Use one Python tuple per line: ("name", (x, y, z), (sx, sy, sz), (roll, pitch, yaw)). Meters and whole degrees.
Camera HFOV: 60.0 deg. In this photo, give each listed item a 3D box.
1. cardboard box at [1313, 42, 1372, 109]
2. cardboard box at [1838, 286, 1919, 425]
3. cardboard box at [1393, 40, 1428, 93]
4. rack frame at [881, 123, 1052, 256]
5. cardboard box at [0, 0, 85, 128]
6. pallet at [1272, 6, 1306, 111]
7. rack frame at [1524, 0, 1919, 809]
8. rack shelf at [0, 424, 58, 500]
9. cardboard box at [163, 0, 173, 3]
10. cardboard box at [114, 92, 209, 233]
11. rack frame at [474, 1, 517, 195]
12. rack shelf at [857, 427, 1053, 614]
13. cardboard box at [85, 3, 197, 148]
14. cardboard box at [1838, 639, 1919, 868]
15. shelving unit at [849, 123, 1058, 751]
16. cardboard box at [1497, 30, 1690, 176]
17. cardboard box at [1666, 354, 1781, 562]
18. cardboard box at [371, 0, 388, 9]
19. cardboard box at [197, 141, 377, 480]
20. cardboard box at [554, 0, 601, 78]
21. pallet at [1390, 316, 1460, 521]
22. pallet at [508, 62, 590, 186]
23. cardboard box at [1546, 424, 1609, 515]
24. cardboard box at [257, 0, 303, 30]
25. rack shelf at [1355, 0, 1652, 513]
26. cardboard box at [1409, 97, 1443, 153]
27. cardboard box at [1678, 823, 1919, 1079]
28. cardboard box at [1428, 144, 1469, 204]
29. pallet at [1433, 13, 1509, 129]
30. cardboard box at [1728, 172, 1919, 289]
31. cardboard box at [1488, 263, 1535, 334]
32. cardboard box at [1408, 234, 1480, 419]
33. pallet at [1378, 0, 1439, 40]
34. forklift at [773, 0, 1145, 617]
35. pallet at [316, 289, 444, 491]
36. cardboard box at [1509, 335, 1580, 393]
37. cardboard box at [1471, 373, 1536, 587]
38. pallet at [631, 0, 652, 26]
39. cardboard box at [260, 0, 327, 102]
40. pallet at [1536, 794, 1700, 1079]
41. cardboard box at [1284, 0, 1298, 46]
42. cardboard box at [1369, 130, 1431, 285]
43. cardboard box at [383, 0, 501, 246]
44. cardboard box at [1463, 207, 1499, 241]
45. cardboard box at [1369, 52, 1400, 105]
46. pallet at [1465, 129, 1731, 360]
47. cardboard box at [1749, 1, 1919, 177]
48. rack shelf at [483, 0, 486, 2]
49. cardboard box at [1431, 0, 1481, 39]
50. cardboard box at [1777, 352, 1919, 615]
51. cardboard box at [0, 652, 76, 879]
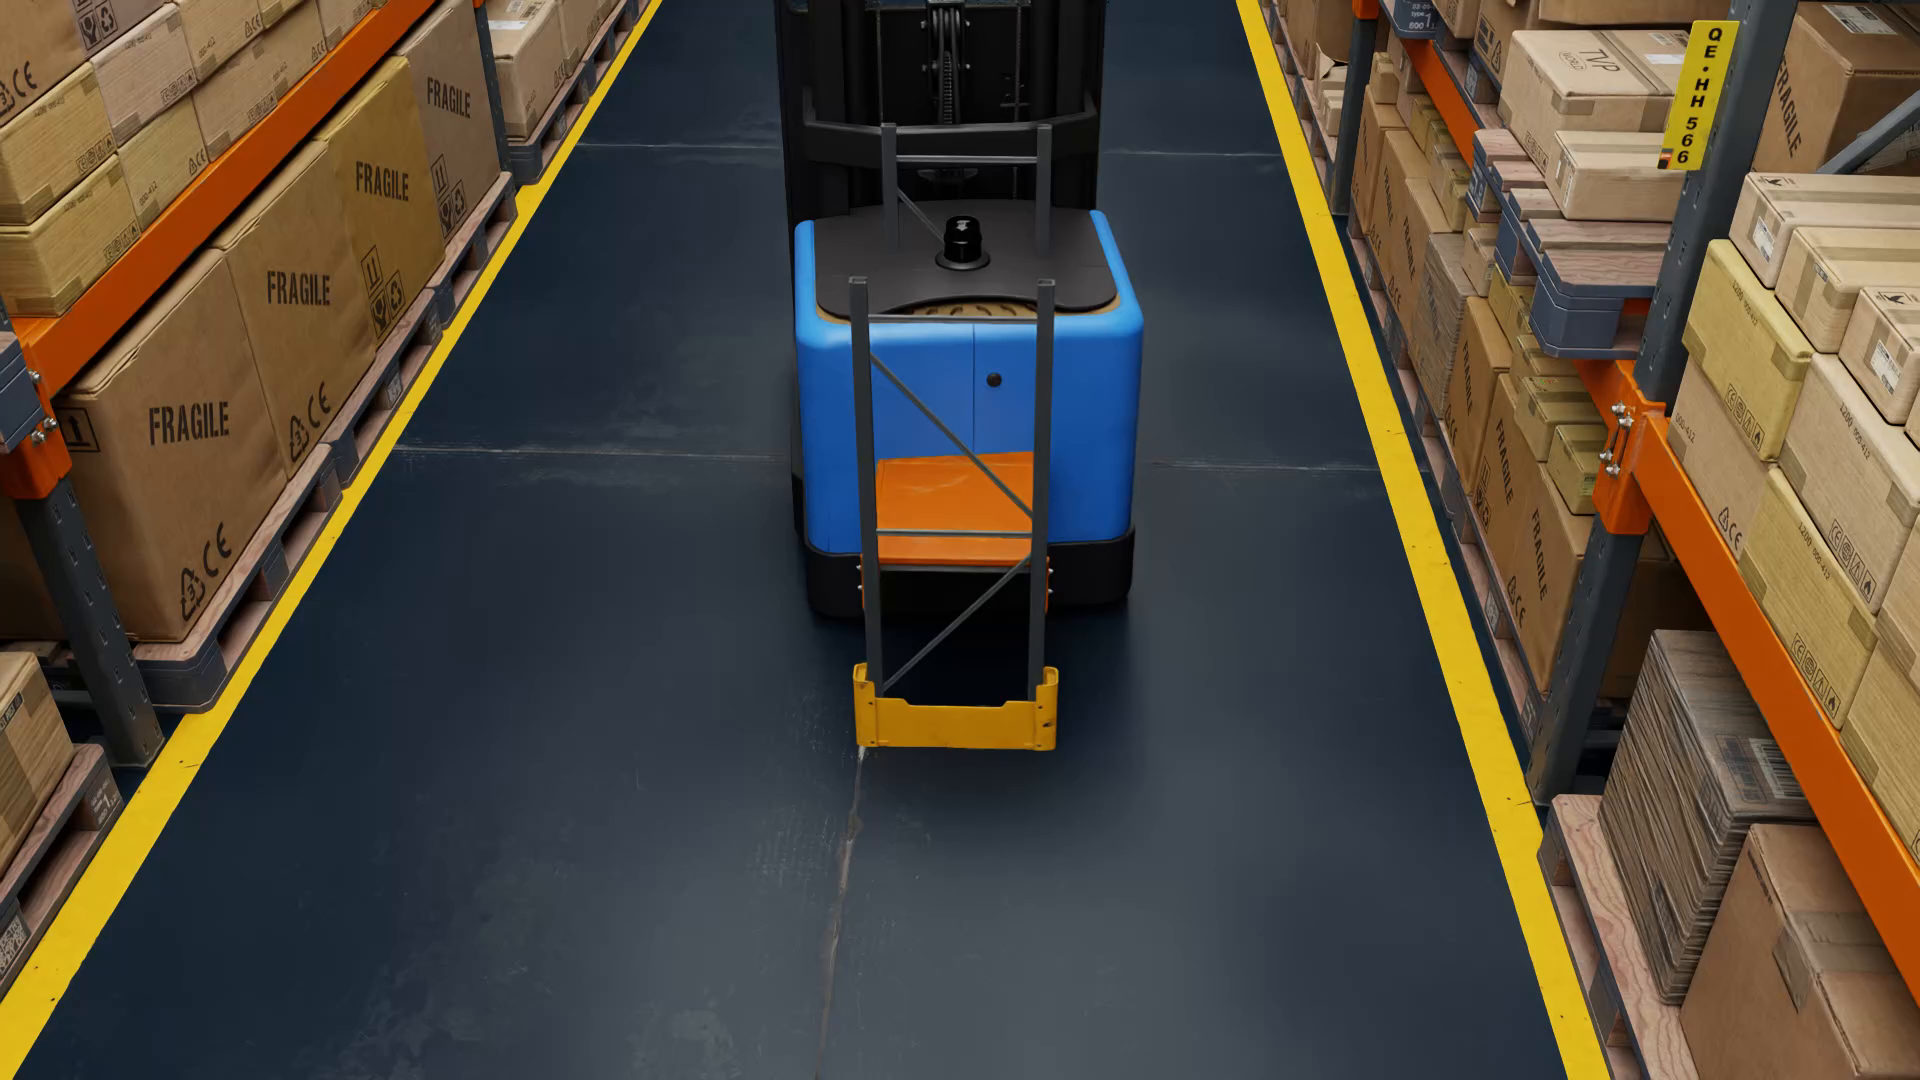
("cardboard box", (2.022, -2.379, 8.539), (0.396, 0.266, 0.258), (3, 35, 4))
("cardboard box", (1.817, -0.324, 2.951), (0.380, 0.149, 0.250), (2, 35, 3))
("cardboard box", (2.036, -1.980, 6.944), (0.380, 0.149, 0.250), (0, 35, 0))
("rack frame", (0.023, -0.599, 5.294), (0.500, 1.500, 0.032), (1, 35, 2))
("cardboard box", (-2.578, -1.336, 4.086), (0.500, 0.500, 0.500), (0, 35, 0))
("pallet", (2.353, -2.750, 9.480), (1.003, 0.211, 1.213), (1, 35, 2))
("rack frame", (2.118, -0.496, 3.847), (1.000, 3.000, 0.127), (1, 35, 2))
("rack shelf", (-2.922, 0.835, 2.579), (1.077, 0.370, 4.000), (1, 35, 2))
("cardboard box", (-2.531, -1.918, 4.914), (0.500, 0.500, 0.500), (2, 35, 3))
("cardboard box", (-2.568, -1.118, 4.862), (0.500, 0.250, 0.500), (0, 35, 1))
("rack frame", (-2.681, -2.906, 7.277), (1.000, 3.000, 0.127), (1, 35, 2))
("rack shelf", (0.005, -0.159, 4.982), (0.538, 0.185, 1.000), (1, 35, 2))
("cardboard box", (-2.553, -1.334, 4.735), (0.500, 0.250, 0.500), (2, 35, 3))
("cardboard box", (1.817, 0.400, 2.703), (0.500, 0.250, 0.500), (0, 35, 0))
("shelving unit", (0.004, -0.312, 4.886), (0.587, 1.500, 1.083), (1, 35, 2))
("cardboard box", (1.837, -1.220, 4.642), (0.500, 0.250, 0.500), (0, 35, 0))
("cardboard box", (1.856, -0.185, 3.535), (0.500, 0.250, 0.500), (1, 35, 2))
("cardboard box", (-2.469, -2.289, 6.529), (0.500, 0.250, 0.500), (1, 35, 1))
("cardboard box", (-2.691, -0.818, 5.788), (0.875, 0.875, 0.875), (2, 35, 2))
("cardboard box", (-2.513, -2.903, 9.134), (0.875, 0.438, 0.875), (0, 35, 0))
("pallet", (2.237, -0.482, 6.252), (1.003, 0.211, 1.213), (1, 35, 2))
("pallet", (-2.573, -2.201, 8.698), (1.003, 0.211, 1.213), (1, 35, 2))
("cardboard box", (1.885, -0.200, 4.670), (0.380, 0.149, 0.250), (0, 35, 0))
("cardboard box", (-2.487, -1.911, 5.556), (0.500, 0.250, 0.500), (2, 35, 3))
("rack shelf", (2.198, -1.351, 5.689), (1.077, 0.370, 4.000), (1, 35, 2))
("cardboard box", (2.066, -1.700, 6.805), (0.380, 0.149, 0.250), (0, 35, -1))
("cardboard box", (2.061, 1.038, 3.365), (0.875, 0.625, 0.625), (2, 35, 3))
("cardboard box", (2.021, -1.399, 6.377), (0.380, 0.149, 0.250), (1, 35, 2))
("pallet", (2.191, -1.535, 5.492), (1.003, 0.211, 1.213), (1, 35, 2))
("cardboard box", (1.811, -0.626, 3.381), (0.380, 0.149, 0.250), (2, 35, 3))
("cardboard box", (1.985, -0.802, 5.526), (0.380, 0.149, 0.250), (1, 35, 1))
("cardboard box", (1.971, -0.780, 6.059), (0.500, 0.500, 0.500), (0, 35, 0))
("pallet", (2.137, -2.259, 6.522), (1.003, 0.211, 1.213), (1, 35, 2))
("forklift", (-0.087, -1.784, 5.739), (1.130, 2.935, 3.031), (-3, 35, -4))
("pallet", (-2.683, -0.618, 6.445), (1.003, 0.211, 1.213), (1, 35, 2))
("cardboard box", (1.919, -0.508, 5.108), (0.380, 0.149, 0.250), (0, 35, 0))
("cardboard box", (1.951, -0.180, 5.206), (0.500, 0.500, 0.500), (1, 35, 1))
("pallet", (-2.474, -3.602, 10.692), (1.003, 0.211, 1.213), (1, 35, 2))
("cardboard box", (-2.525, -1.703, 5.694), (0.500, 0.250, 0.500), (1, 35, 2))
("pallet", (2.046, 1.117, 3.977), (1.003, 0.211, 1.213), (1, 35, 2))
("cardboard box", (2.126, -3.100, 9.361), (0.500, 0.500, 0.500), (2, 35, 3))
("cardboard box", (2.023, -1.364, 6.891), (0.500, 0.500, 0.500), (1, 35, 1))
("cardboard box", (-2.626, -1.851, 7.257), (0.875, 0.875, 0.875), (2, 35, 3))
("cardboard box", (2.027, -1.101, 5.953), (0.380, 0.149, 0.250), (1, 35, 2))
("cardboard box", (1.998, -2.008, 7.244), (0.380, 0.149, 0.250), (3, 35, 4))
("pallet", (2.075, -0.808, 4.458), (1.213, 0.211, 1.003), (1, 35, 2))
("cardboard box", (2.295, -1.001, 4.113), (0.500, 0.500, 0.500), (3, 35, 4))
("rack shelf", (-2.601, -3.761, 9.119), (1.077, 0.370, 4.000), (1, 35, 2))
("cardboard box", (1.983, -1.985, 5.514), (0.700, 0.500, 0.500), (1, 35, 2))
("cardboard box", (1.835, -0.102, 2.982), (0.500, 0.250, 0.500), (2, 35, 3))
("cardboard box", (-2.875, 0.619, 4.180), (0.950, 0.372, 0.625), (-1, 35, -1))
